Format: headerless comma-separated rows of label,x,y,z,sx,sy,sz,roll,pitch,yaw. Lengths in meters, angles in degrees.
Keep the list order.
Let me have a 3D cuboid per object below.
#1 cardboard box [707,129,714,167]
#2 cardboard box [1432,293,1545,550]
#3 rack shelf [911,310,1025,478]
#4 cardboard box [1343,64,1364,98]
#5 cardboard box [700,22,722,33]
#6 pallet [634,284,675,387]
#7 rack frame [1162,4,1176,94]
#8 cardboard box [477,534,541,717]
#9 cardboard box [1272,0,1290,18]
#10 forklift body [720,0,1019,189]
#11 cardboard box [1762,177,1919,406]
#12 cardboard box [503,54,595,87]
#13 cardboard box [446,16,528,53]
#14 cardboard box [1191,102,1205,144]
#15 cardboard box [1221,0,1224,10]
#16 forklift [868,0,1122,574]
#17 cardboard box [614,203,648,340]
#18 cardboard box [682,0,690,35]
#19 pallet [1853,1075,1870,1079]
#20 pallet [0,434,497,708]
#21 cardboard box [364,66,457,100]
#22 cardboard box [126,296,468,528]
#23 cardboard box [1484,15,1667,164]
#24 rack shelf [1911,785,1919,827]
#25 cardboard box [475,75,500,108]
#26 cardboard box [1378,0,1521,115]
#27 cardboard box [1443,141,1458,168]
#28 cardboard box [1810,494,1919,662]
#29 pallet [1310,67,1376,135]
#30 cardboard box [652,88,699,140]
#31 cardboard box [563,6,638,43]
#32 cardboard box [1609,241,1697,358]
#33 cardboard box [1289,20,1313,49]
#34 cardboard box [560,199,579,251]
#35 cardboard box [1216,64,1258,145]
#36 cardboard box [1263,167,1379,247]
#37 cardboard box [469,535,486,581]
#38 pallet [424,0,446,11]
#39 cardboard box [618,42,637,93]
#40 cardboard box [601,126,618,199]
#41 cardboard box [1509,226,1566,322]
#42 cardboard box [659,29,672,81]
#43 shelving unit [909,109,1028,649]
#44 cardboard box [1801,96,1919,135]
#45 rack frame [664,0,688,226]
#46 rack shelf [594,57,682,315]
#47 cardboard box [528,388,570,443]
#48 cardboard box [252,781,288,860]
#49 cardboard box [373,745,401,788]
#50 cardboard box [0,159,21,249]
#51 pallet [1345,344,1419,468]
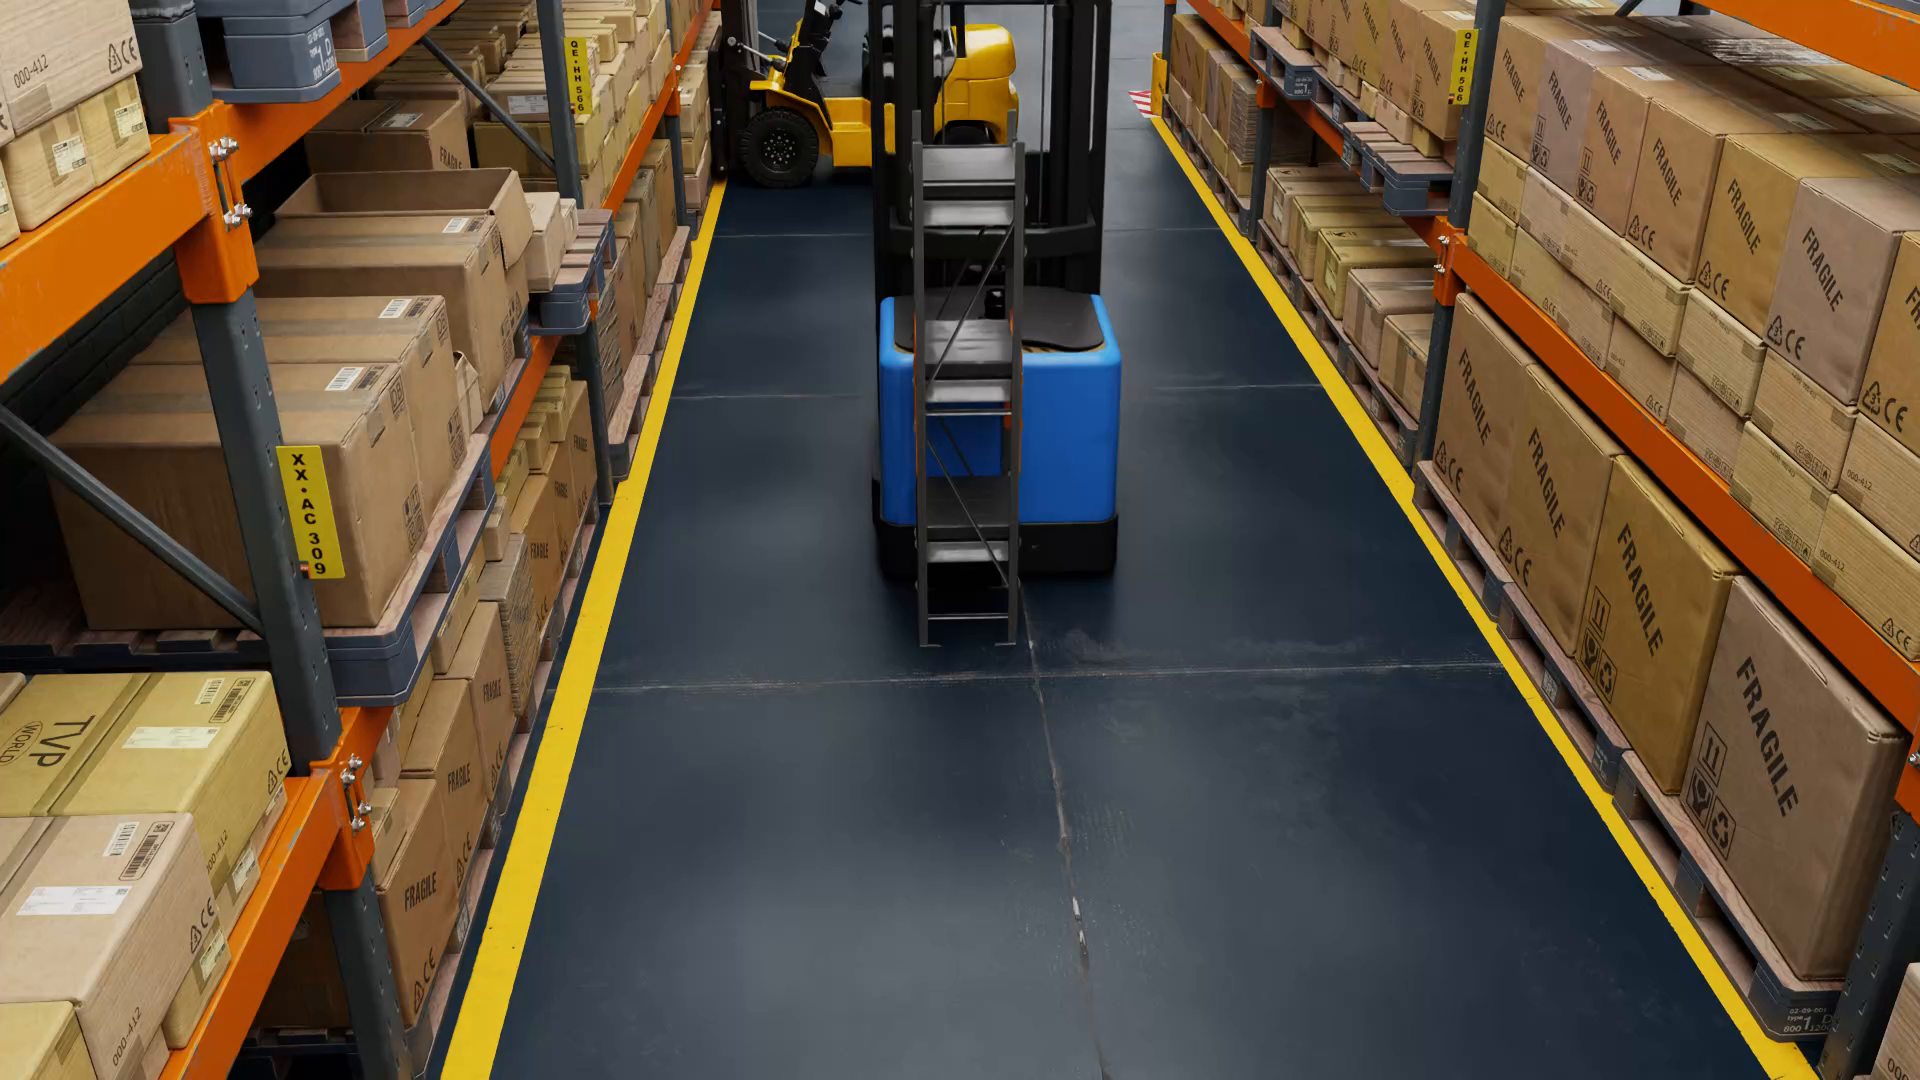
cardboard box,-2.179,-3.022,12.820,0.500,0.250,0.500,-1,28,-2
cardboard box,2.719,-0.550,7.404,0.875,0.875,0.875,-2,28,-3
rack shelf,0.024,-0.589,6.638,0.431,0.518,0.480,-1,28,-2
cardboard box,2.354,-2.561,9.234,0.380,0.149,0.250,-2,28,-4
cardboard box,-2.240,-4.169,13.938,0.500,0.250,0.500,-1,28,-2
pallet,-2.255,-1.212,9.846,1.003,0.211,1.213,-1,28,-3
rack frame,2.348,-5.321,14.709,1.000,3.000,0.127,-1,28,-3
cardboard box,-1.863,0.319,6.143,0.500,0.500,0.500,-2,28,-4
cardboard box,2.295,-3.613,10.550,0.500,0.500,0.500,-1,28,-1
forklift body,-0.688,-3.992,13.078,2.313,2.155,1.214,-1,28,-3
cardboard box,2.666,-0.706,4.671,0.500,0.500,0.500,-1,28,-2
cardboard box,-1.968,-2.233,7.978,0.380,0.149,0.250,-1,28,-1
cardboard box,-2.509,-2.691,8.856,0.380,0.149,0.250,-1,28,-1
cardboard box,2.174,-3.422,13.586,0.500,0.250,0.500,0,28,1
cardboard box,2.196,-4.092,12.623,0.380,0.149,0.250,-2,28,-4
forklift,0.123,-1.792,8.016,1.130,2.935,3.031,-1,28,-2
cardboard box,-2.287,-1.539,9.572,0.875,0.625,0.625,-2,28,-5
cardboard box,-2.206,-3.848,11.776,0.500,0.500,0.500,-1,28,-2
pallet,2.936,1.810,4.052,1.003,0.211,1.213,-1,28,-3
pallet,-1.915,0.055,4.608,1.003,0.211,1.213,-1,28,-3
cardboard box,-2.535,-2.101,7.724,0.380,0.149,0.250,-1,28,-1
cardboard box,-1.811,-0.356,4.628,0.700,0.500,0.500,-1,28,-2
cardboard box,2.547,-1.881,6.923,0.500,0.500,0.500,-2,28,-4
rack shelf,3.079,1.463,2.479,1.077,0.370,4.000,-1,28,-3
cardboard box,-2.520,-2.097,8.149,0.500,0.250,0.500,-1,28,-2
cardboard box,2.427,-2.431,8.283,0.500,0.500,0.500,-2,28,-3
cardboard box,2.514,-1.847,7.866,0.380,0.149,0.250,0,28,-1
cardboard box,2.700,0.086,4.504,0.500,0.250,0.500,-2,28,-4
pallet,2.622,-2.455,9.421,1.003,0.211,1.213,-1,28,-3
cardboard box,-2.112,-2.994,11.684,0.500,0.250,0.500,-2,28,-3
cardboard box,-1.973,-2.822,9.108,0.380,0.149,0.250,-2,28,-4
cardboard box,2.599,-0.838,5.735,0.500,0.250,0.500,-1,28,-2
cardboard box,2.275,-3.170,10.403,0.380,0.149,0.250,-1,28,-2
cardboard box,-1.773,-1.286,6.789,0.380,0.149,0.250,-1,28,-2
cardboard box,2.230,-3.275,12.494,0.500,0.500,0.500,-1,28,-2
cardboard box,2.587,-2.253,11.213,0.950,0.372,0.625,-1,28,-2
cardboard box,-1.909,0.079,5.902,0.380,0.149,0.250,-1,28,-2
pallet,-2.003,-1.686,4.699,1.213,0.211,1.003,-1,28,-3
cardboard box,-2.056,-2.580,9.074,0.500,0.250,0.500,-1,28,-2
cardboard box,-1.991,-1.882,8.277,0.500,0.250,0.500,-2,28,-4
cardboard box,2.585,-1.092,6.761,0.500,0.250,0.500,-2,28,-4
cardboard box,-2.112,-3.060,10.535,0.500,0.250,0.500,-1,28,-1
shelving unit,0.024,-0.601,6.631,0.431,2.100,0.503,-1,28,-2
cardboard box,3.128,-1.182,5.583,0.500,0.500,0.500,-2,28,-3
rack frame,-2.400,-3.352,10.934,1.000,3.000,0.127,-1,28,-3
rack shelf,-2.295,-2.110,9.330,1.077,0.370,4.000,-1,28,-3
cardboard box,-1.867,-0.523,7.057,0.380,0.149,0.250,-3,28,-5
cardboard box,-1.713,0.595,3.638,0.380,0.149,0.250,-1,28,-2
cardboard box,-1.827,0.678,4.753,0.380,0.149,0.250,-2,28,-4
cardboard box,-1.653,-0.480,2.455,0.380,0.149,0.250,0,28,-1
pallet,2.727,-0.751,8.962,1.003,0.211,1.213,-1,28,-3
